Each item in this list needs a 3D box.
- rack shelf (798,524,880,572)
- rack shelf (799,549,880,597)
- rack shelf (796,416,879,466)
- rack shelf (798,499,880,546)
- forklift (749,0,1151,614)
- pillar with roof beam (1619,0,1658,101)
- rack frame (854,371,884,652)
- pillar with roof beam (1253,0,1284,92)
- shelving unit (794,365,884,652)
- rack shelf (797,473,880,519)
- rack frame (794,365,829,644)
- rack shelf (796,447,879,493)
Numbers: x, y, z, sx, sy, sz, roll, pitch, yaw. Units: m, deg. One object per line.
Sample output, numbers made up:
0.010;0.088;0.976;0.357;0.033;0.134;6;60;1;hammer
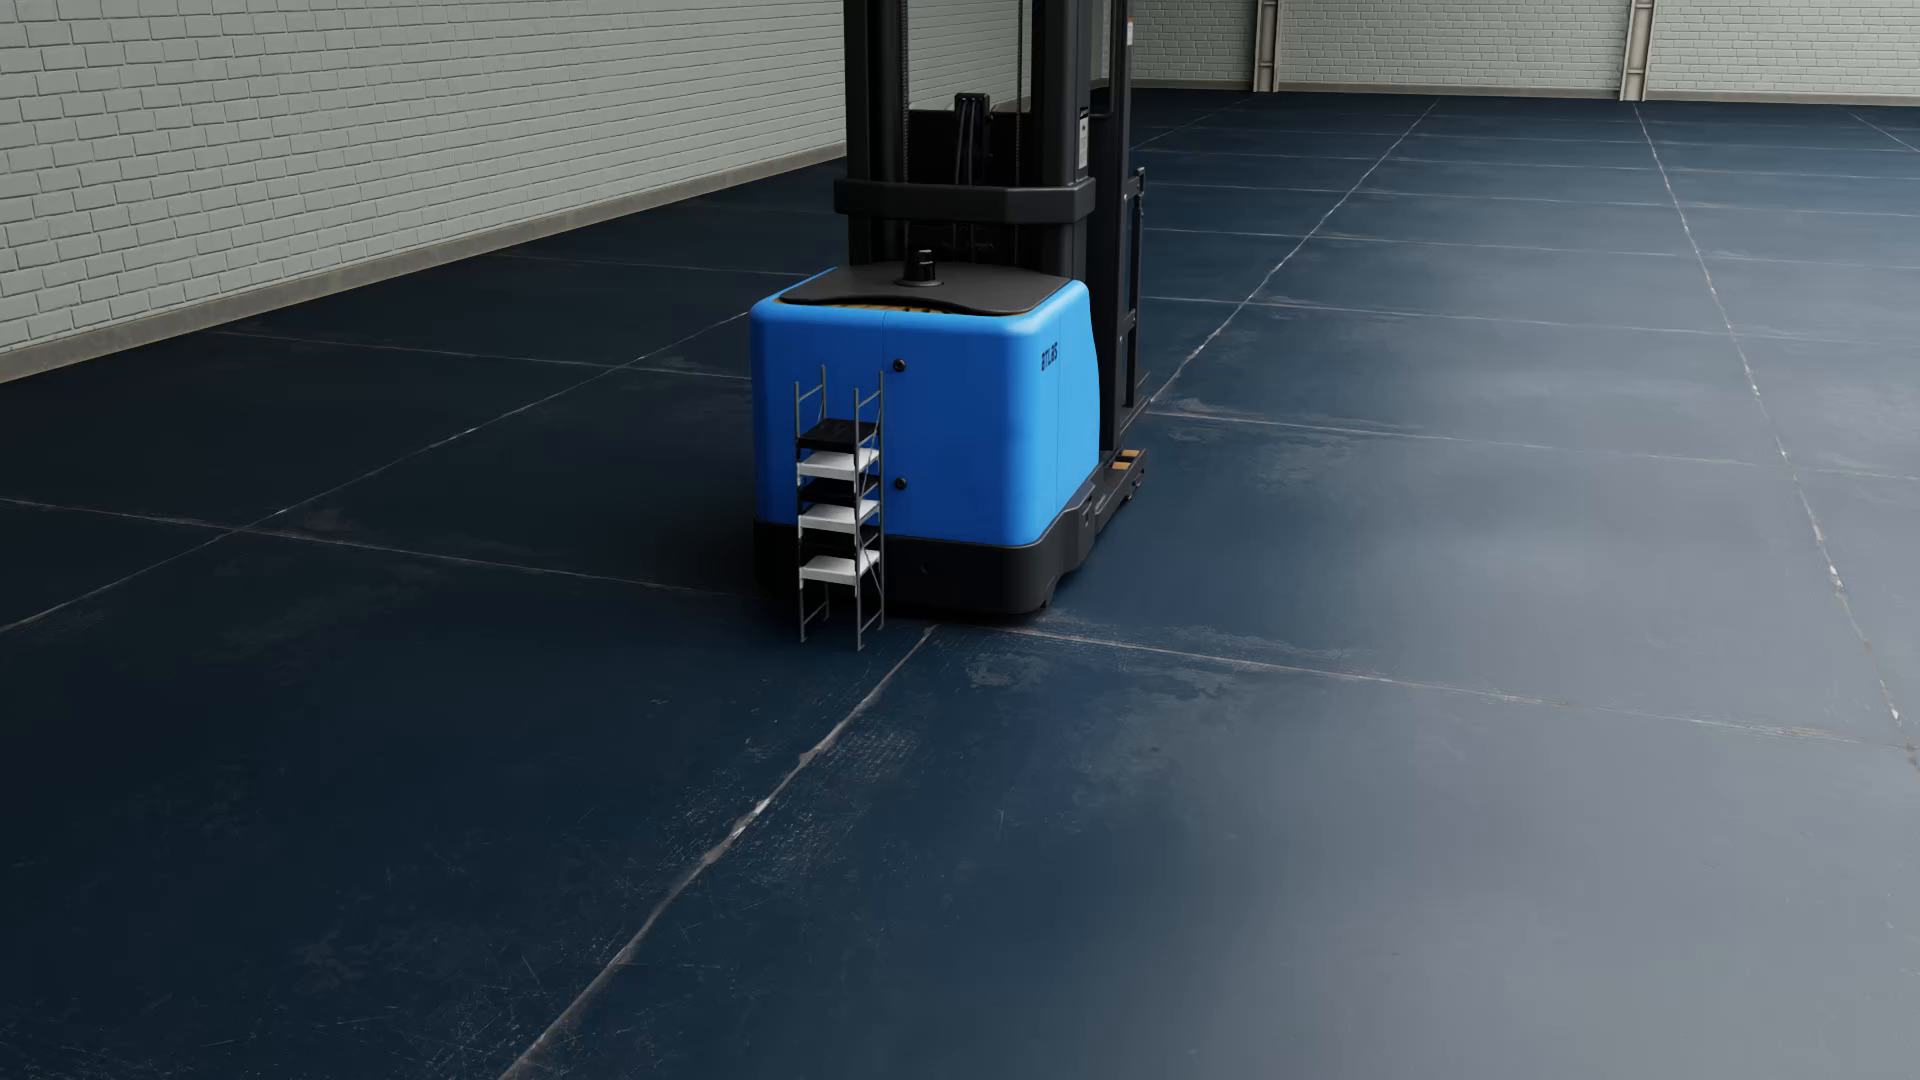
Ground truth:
-0.395;0.013;5.530;0.200;0.077;0.258;7;22;17;rack shelf
-0.396;0.098;5.562;0.200;0.077;0.258;7;22;17;rack shelf
-0.390;-0.323;5.403;0.200;0.077;0.258;7;22;17;rack shelf
-0.394;-0.071;5.498;0.200;0.077;0.258;7;22;17;rack shelf
0.184;-1.583;6.663;1.130;2.935;3.031;6;20;16;forklift
9.616;-10.134;21.977;0.400;9.000;9.100;7;20;18;pillar with roof beam
-0.297;-0.090;5.457;0.006;0.900;0.240;7;22;17;rack frame
3.948;-10.782;23.836;0.400;9.000;9.100;7;20;18;pillar with roof beam
-0.393;-0.102;5.486;0.210;0.900;0.258;7;22;17;shelving unit
-0.392;-0.155;5.466;0.200;0.077;0.258;7;22;17;rack shelf
-0.490;-0.114;5.516;0.006;0.900;0.240;7;22;17;rack frame
-0.391;-0.239;5.435;0.200;0.077;0.258;7;22;17;rack shelf
